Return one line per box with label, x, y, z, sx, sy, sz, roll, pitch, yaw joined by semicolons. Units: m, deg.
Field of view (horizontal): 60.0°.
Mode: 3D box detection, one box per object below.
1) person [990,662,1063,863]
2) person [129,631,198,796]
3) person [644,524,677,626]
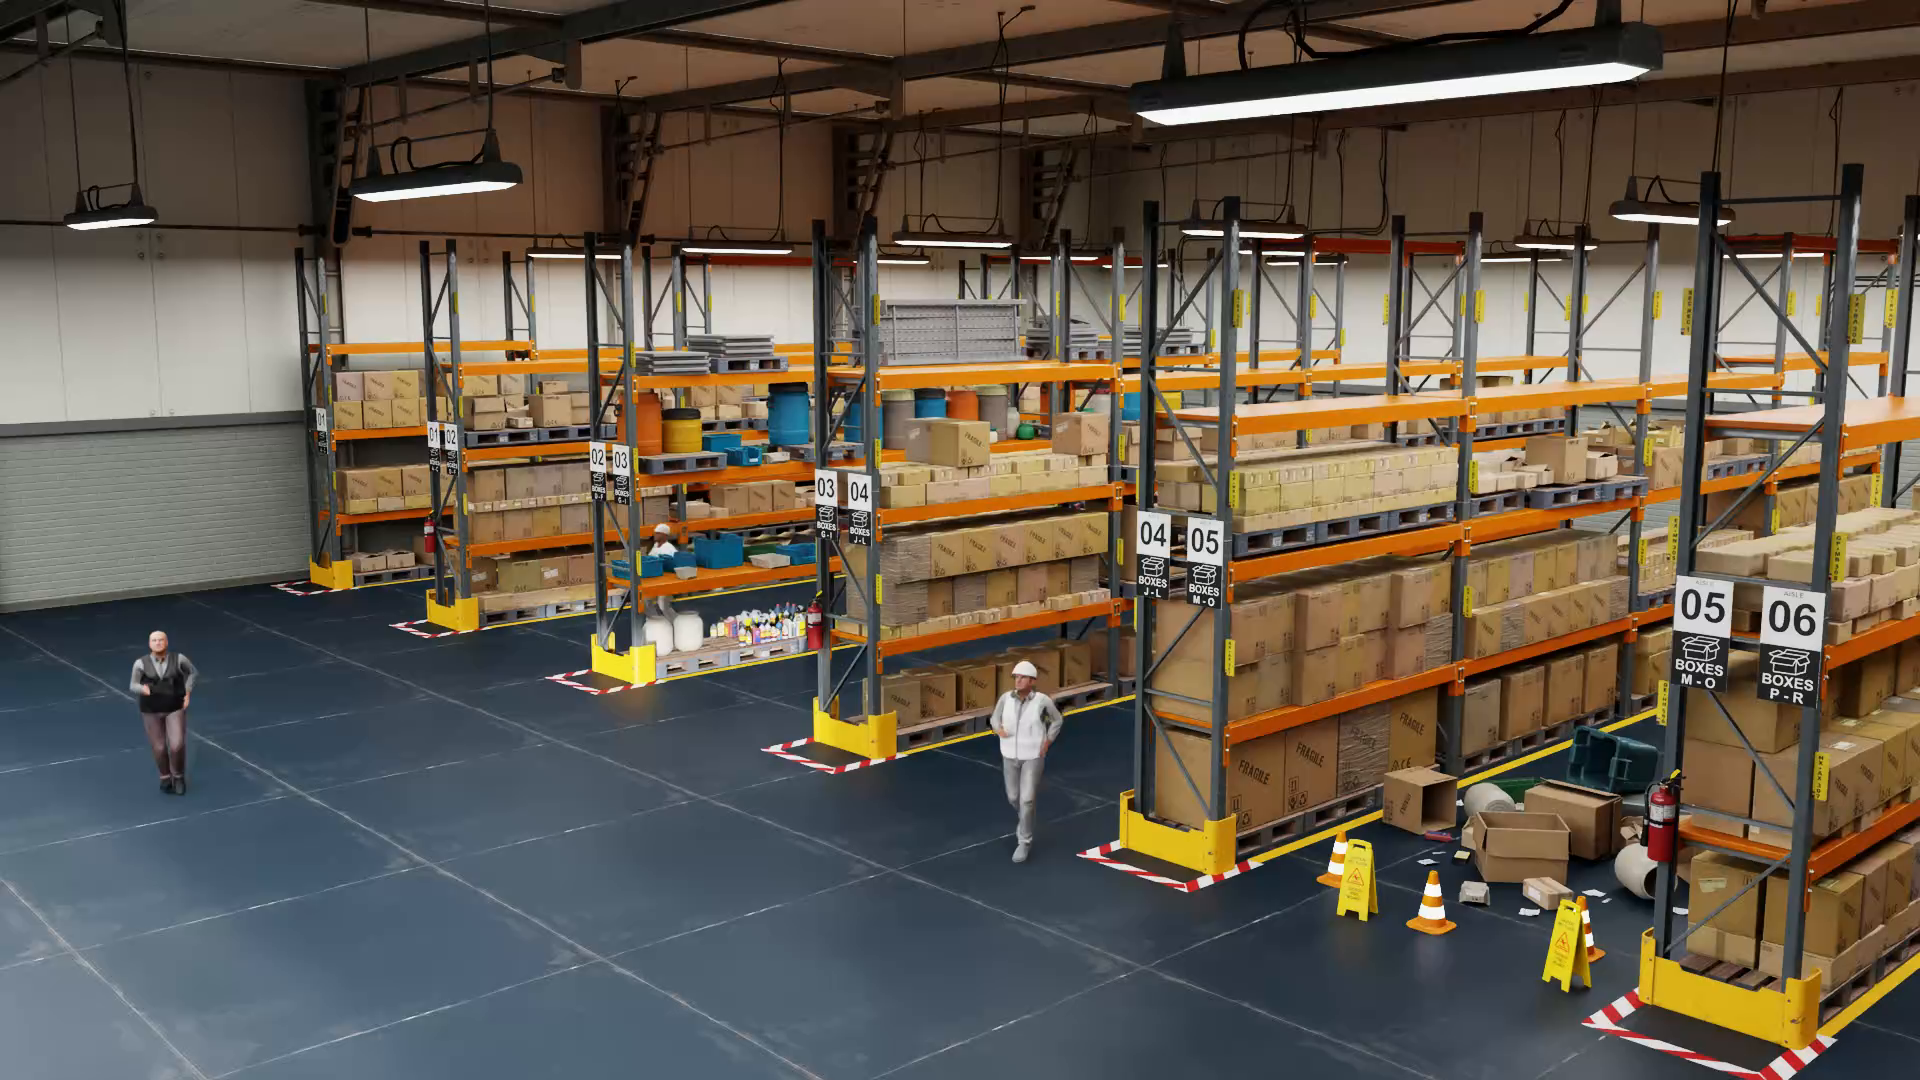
person;0.589;2.021;15.557;0.666;1.799;0.834;4;9;24
person;-8.214;1.810;17.255;0.575;1.738;0.669;-3;9;-20
person;-4.508;0.657;24.922;0.688;1.805;0.675;-8;11;-43
